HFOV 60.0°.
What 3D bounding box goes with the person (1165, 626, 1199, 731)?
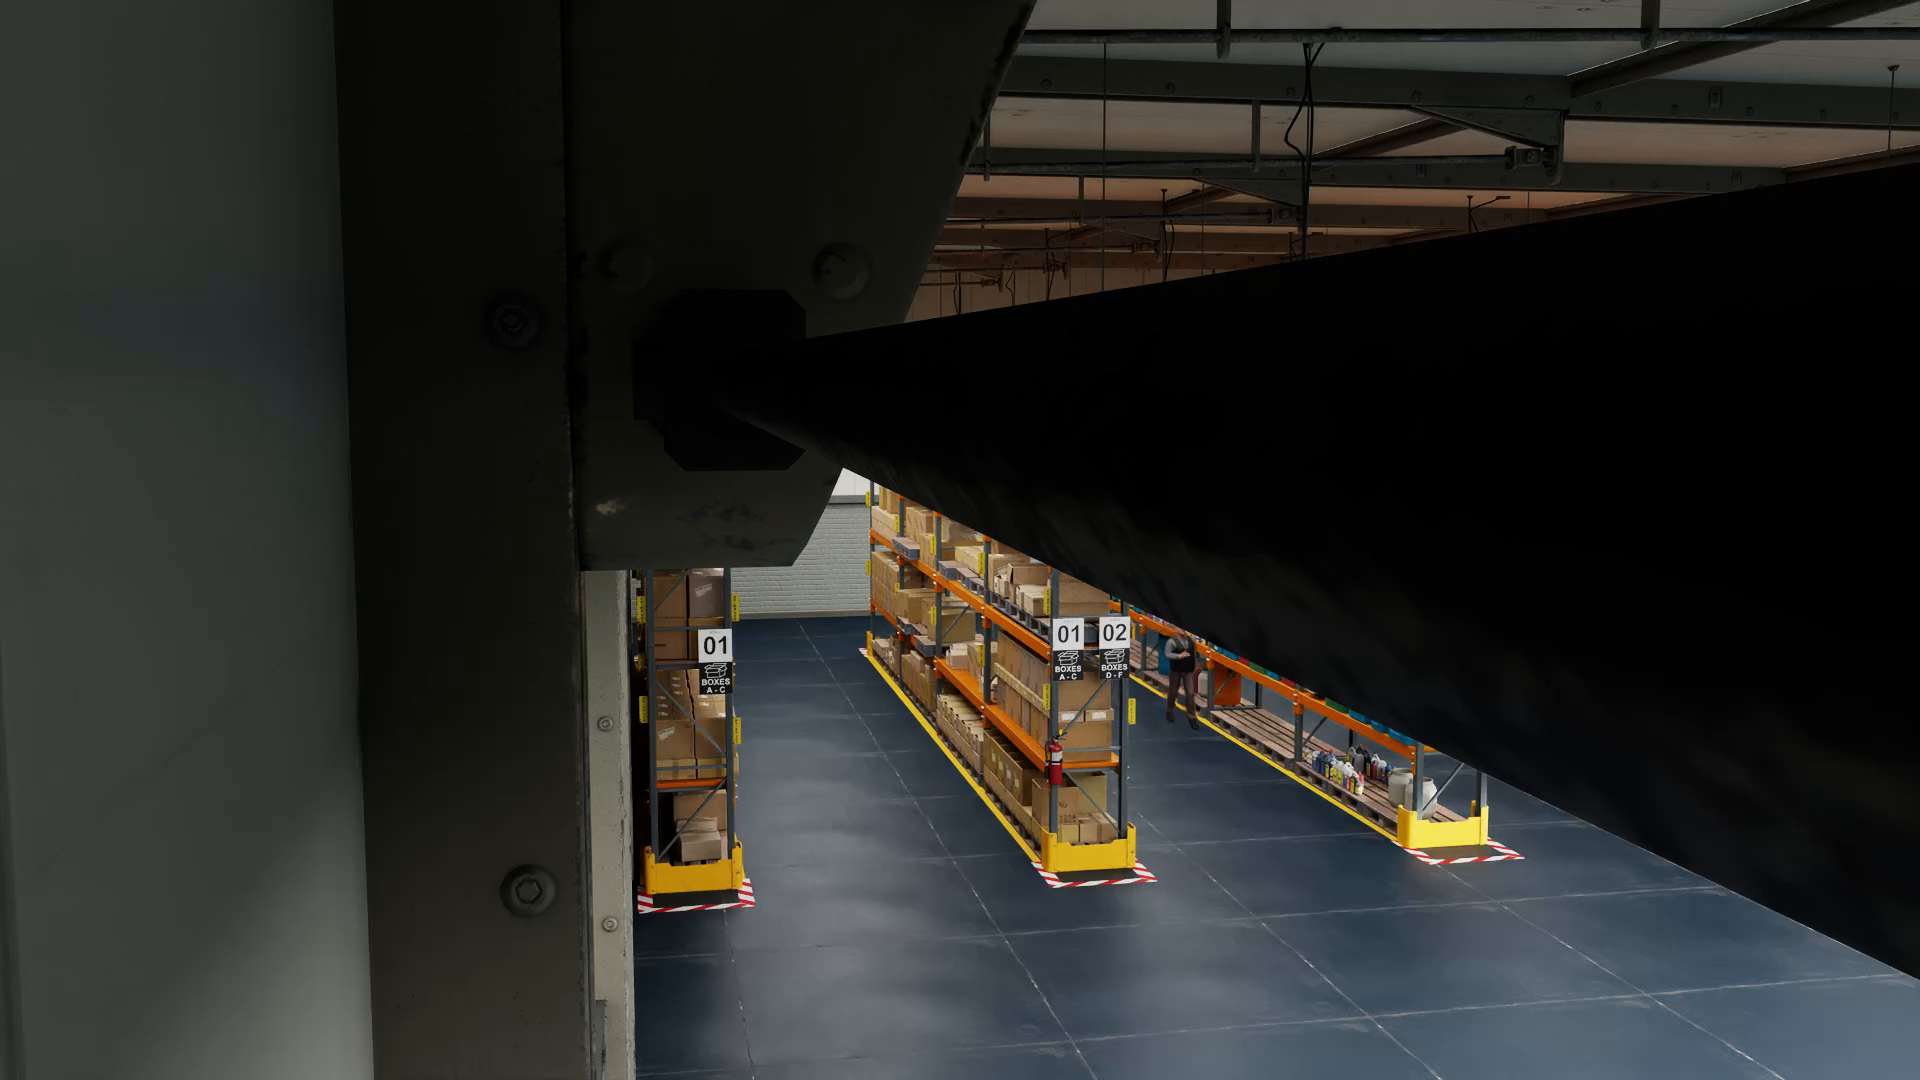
[{"bbox_3d":[3.751,2.269,28.102,0.649,1.775,0.821,-2,6,-14],"label":"person"}]
